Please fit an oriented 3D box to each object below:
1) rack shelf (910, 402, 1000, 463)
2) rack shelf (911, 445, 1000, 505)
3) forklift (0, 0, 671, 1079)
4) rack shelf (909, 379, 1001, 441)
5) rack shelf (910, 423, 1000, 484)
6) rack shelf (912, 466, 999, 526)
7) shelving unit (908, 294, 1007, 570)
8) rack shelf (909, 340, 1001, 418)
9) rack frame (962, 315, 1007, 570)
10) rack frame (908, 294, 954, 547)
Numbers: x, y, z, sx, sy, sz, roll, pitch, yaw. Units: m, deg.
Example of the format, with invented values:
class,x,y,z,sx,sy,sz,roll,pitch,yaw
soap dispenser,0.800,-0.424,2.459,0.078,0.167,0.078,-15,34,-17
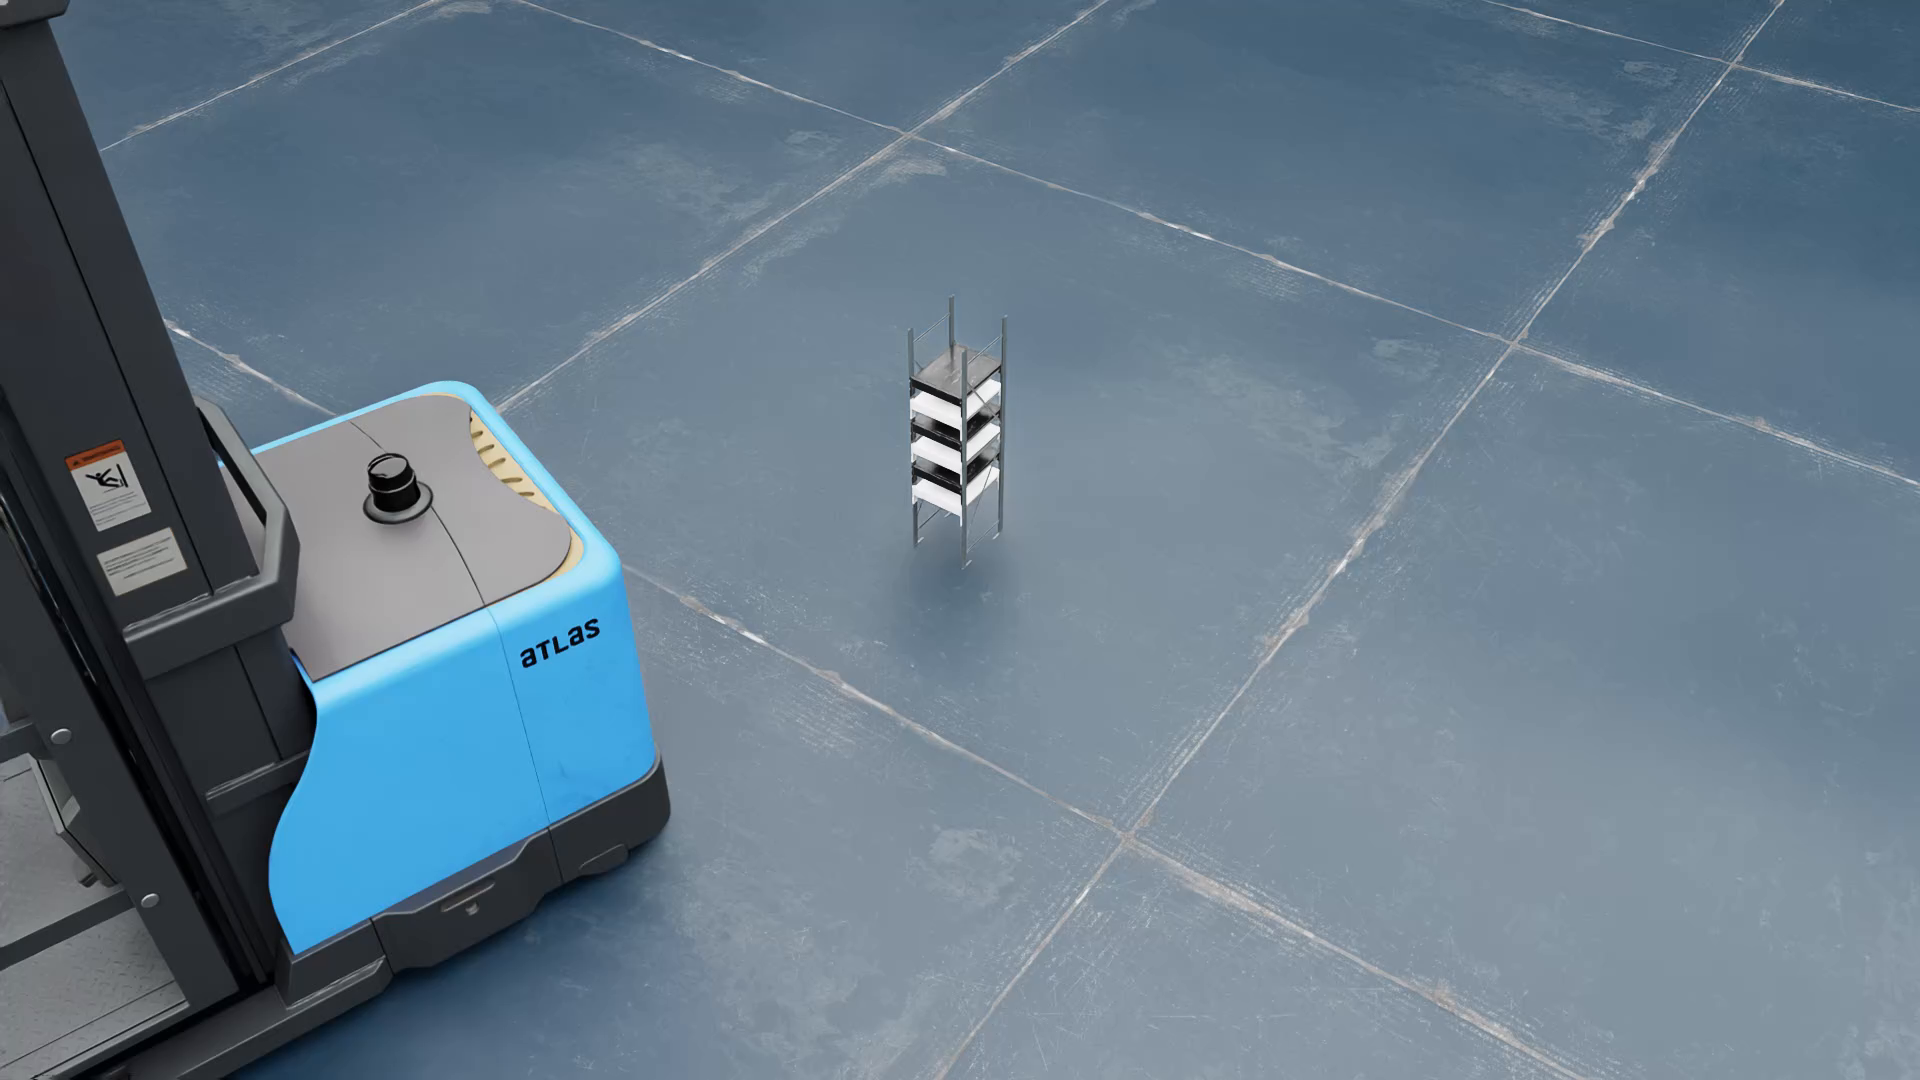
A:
class,x,y,z,sx,sy,sz,roll,pitch,yaw
rack shelf,-0.007,-0.381,5.416,0.200,0.077,0.258,25,48,25
rack shelf,-0.007,-0.247,5.536,0.200,0.077,0.258,25,48,25
forklift,-2.320,0.075,3.469,3.031,2.935,1.130,-26,48,-26
rack shelf,-0.007,-0.448,5.356,0.200,0.077,0.258,25,48,25
rack shelf,-0.007,-0.314,5.476,0.200,0.077,0.258,25,48,25
rack shelf,-0.007,-0.179,5.596,0.200,0.077,0.258,25,48,25
shelving unit,-0.007,-0.338,5.453,0.210,0.900,0.258,25,48,25
rack shelf,-0.007,-0.515,5.296,0.200,0.077,0.258,25,48,25
rack frame,0.077,-0.300,5.410,0.006,0.900,0.240,25,48,25
rack frame,-0.090,-0.377,5.497,0.006,0.900,0.240,25,48,25
